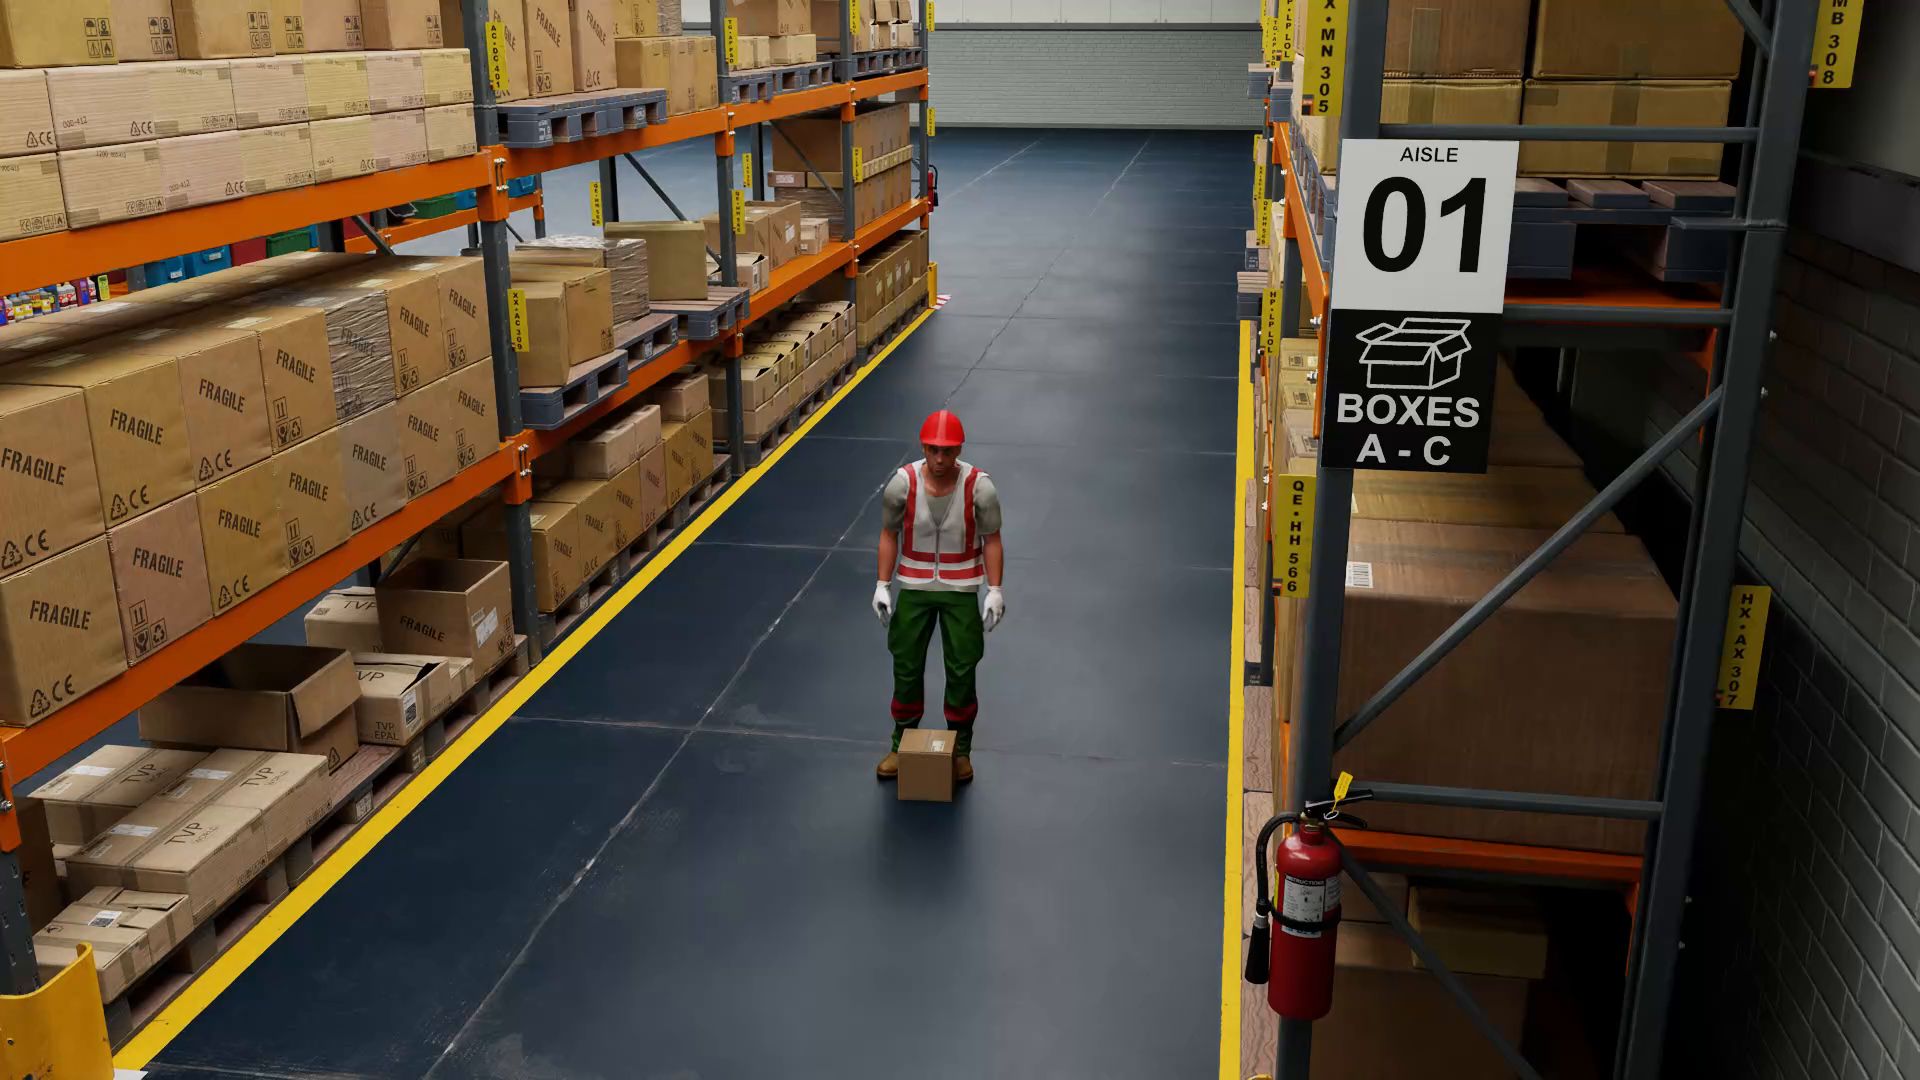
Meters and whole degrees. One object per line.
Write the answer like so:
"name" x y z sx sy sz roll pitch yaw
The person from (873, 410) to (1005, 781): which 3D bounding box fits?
"person" -0.097 0.255 7.728 0.619 1.779 0.449 2 18 6
